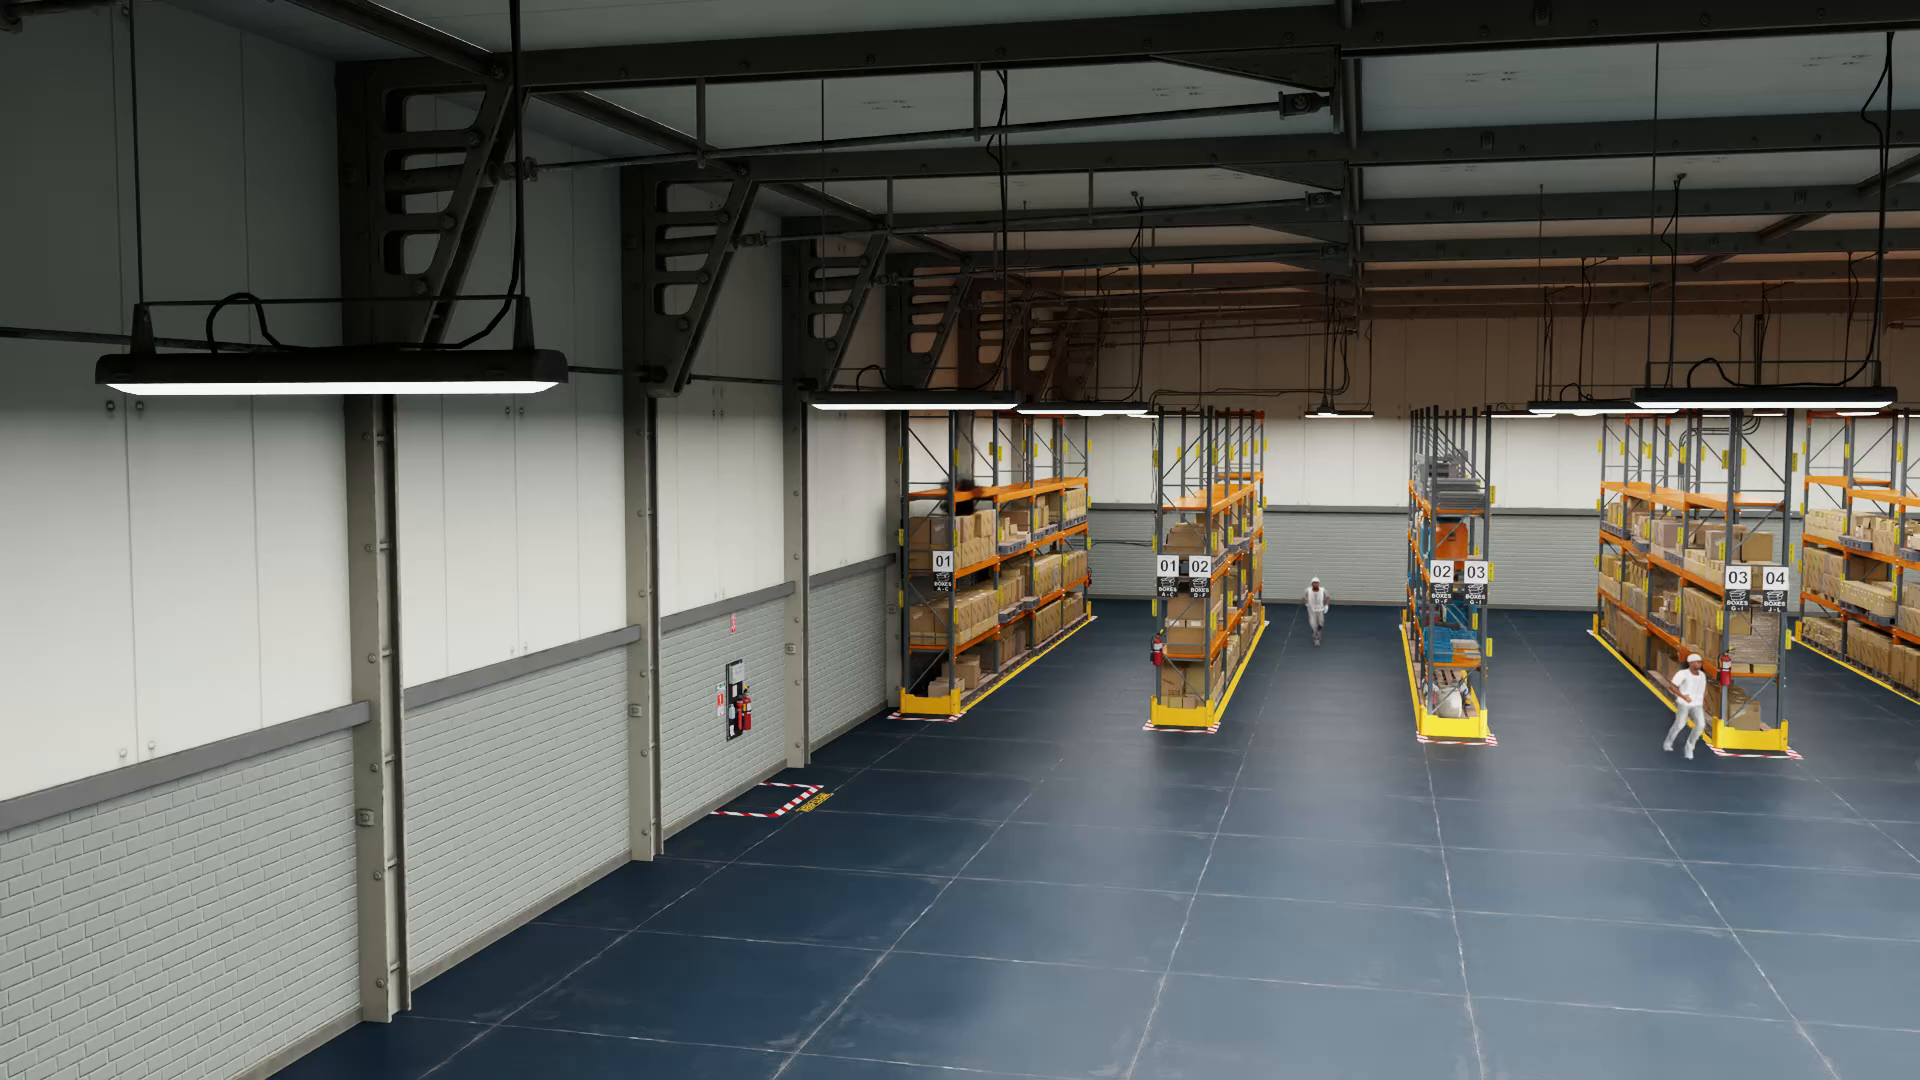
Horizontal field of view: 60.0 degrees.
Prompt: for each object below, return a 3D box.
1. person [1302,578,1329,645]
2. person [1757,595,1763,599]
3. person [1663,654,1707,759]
[{"bbox_3d":[9.060,1.821,42.357,0.693,1.734,0.581,1,4,10],"label":"person"},{"bbox_3d":[20.101,1.953,41.534,0.612,1.605,0.553,1,4,17],"label":"person"},{"bbox_3d":[12.480,2.829,28.406,0.764,1.783,0.676,-1,4,-8],"label":"person"}]
